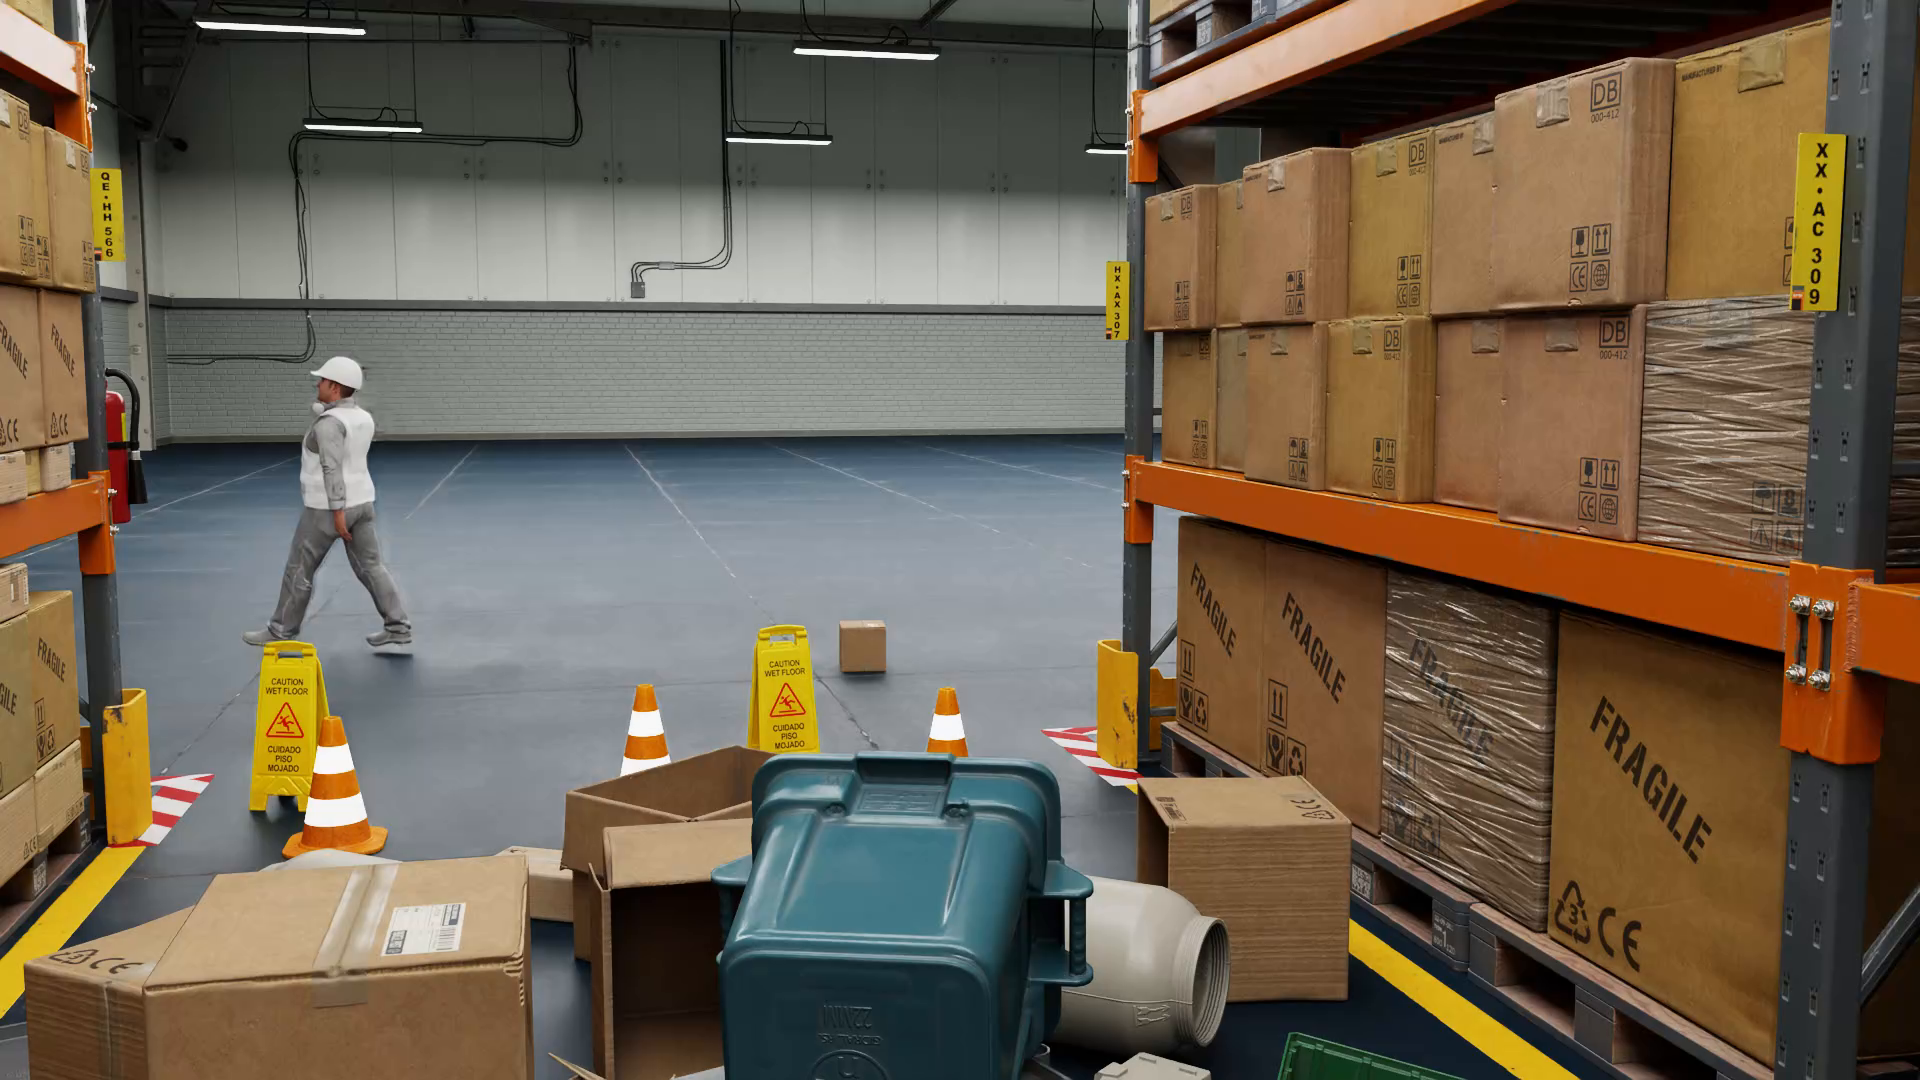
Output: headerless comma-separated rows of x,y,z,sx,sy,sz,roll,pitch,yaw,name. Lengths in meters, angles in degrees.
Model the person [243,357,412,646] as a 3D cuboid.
-3.740,-0.220,9.830,1.012,1.717,0.537,2,6,15,person
